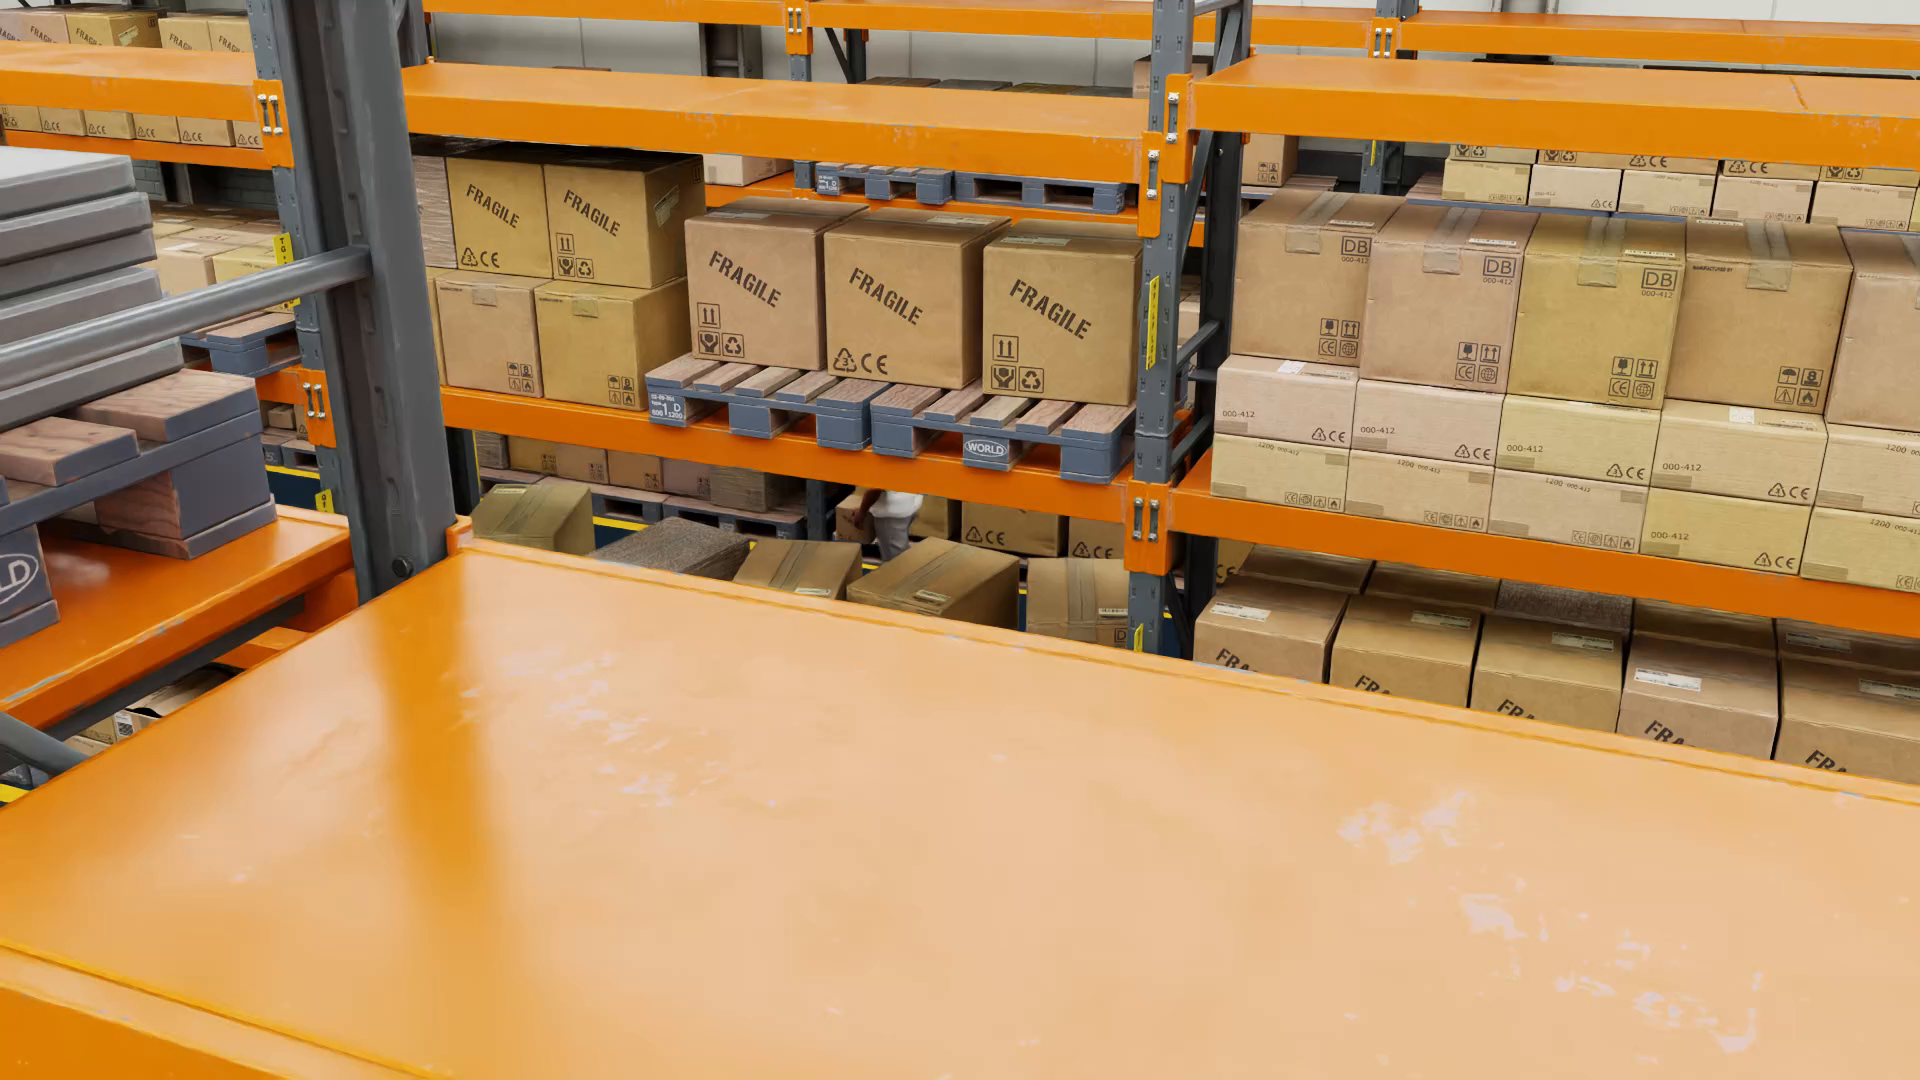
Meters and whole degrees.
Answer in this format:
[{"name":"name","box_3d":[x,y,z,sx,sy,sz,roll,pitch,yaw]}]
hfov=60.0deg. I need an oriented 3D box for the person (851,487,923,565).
[{"name":"person","box_3d":[-0.546,-0.223,11.411,0.636,1.764,0.564,9,24,21]}]
